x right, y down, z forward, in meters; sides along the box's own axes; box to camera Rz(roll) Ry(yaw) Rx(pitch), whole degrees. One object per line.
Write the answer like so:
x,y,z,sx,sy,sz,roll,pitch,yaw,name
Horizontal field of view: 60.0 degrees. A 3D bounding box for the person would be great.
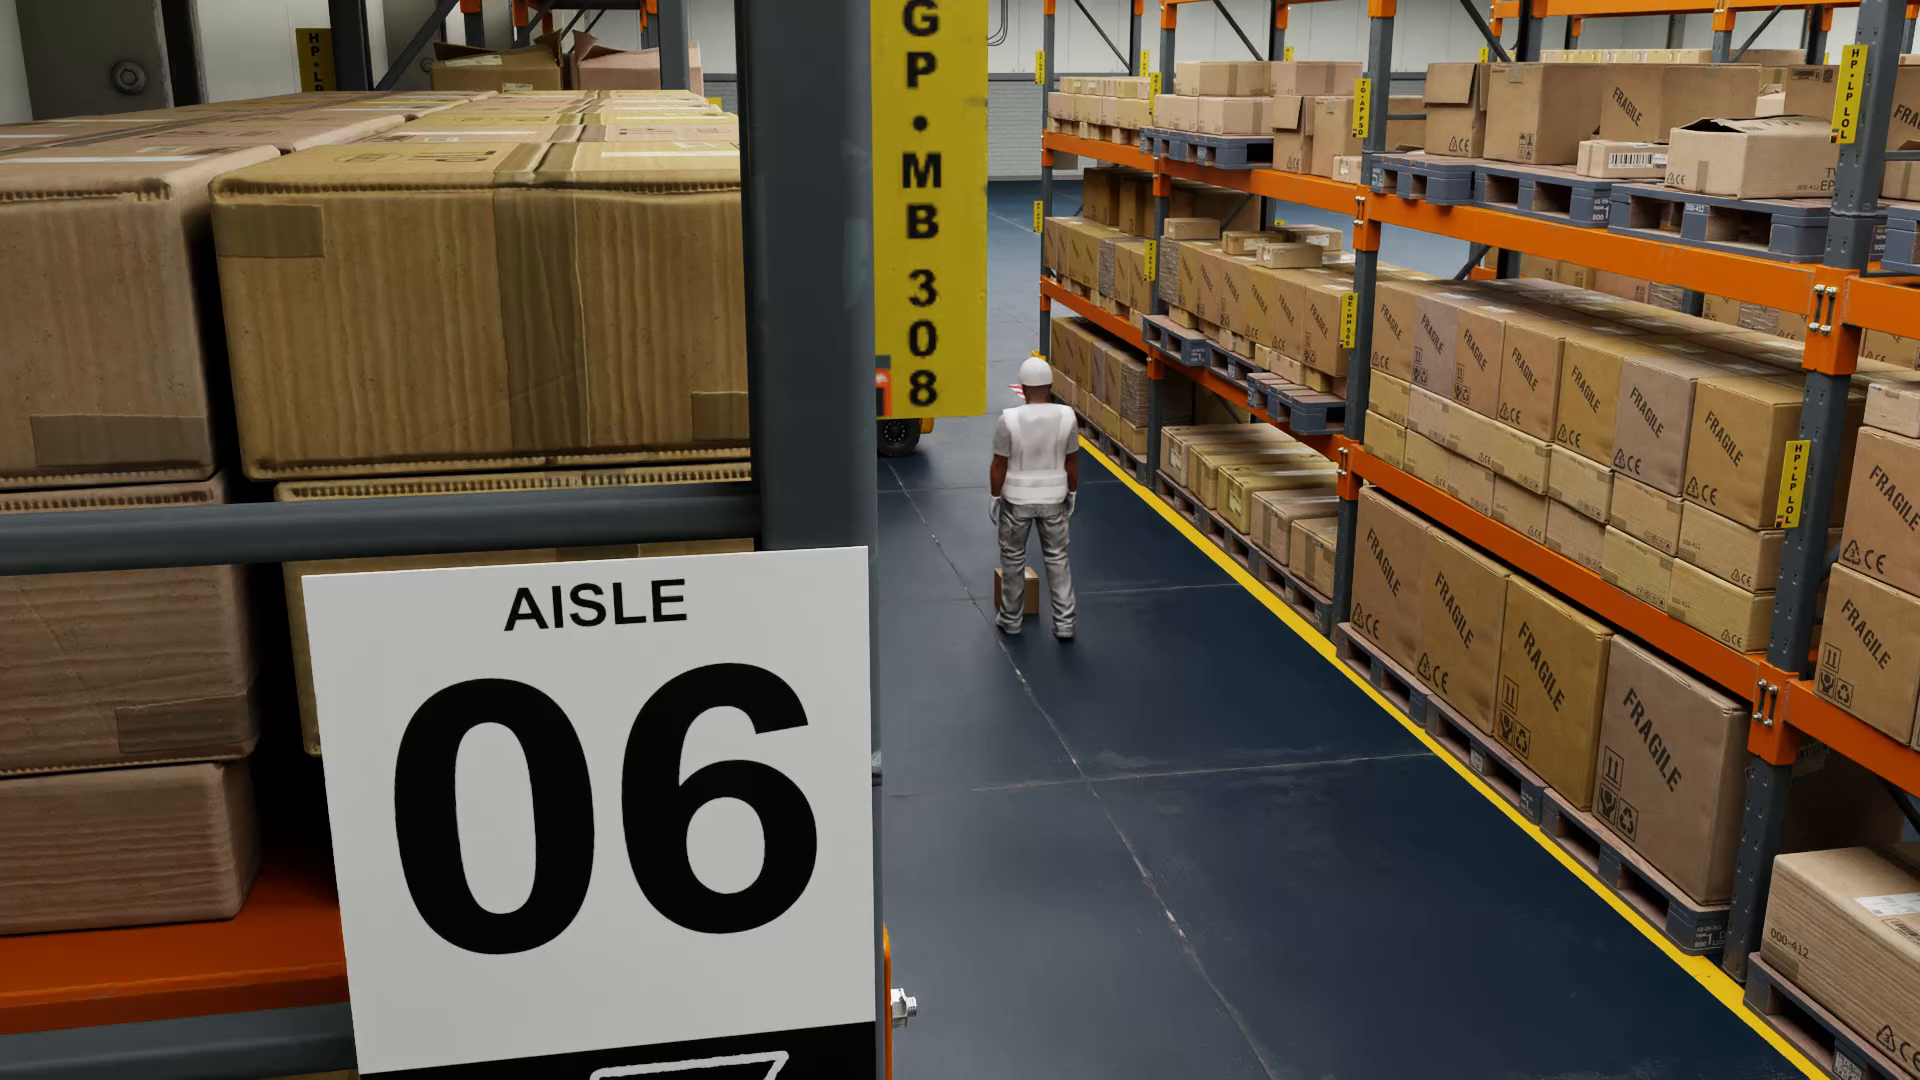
0.450,-0.257,10.429,0.558,1.816,0.482,-3,16,-9,person
